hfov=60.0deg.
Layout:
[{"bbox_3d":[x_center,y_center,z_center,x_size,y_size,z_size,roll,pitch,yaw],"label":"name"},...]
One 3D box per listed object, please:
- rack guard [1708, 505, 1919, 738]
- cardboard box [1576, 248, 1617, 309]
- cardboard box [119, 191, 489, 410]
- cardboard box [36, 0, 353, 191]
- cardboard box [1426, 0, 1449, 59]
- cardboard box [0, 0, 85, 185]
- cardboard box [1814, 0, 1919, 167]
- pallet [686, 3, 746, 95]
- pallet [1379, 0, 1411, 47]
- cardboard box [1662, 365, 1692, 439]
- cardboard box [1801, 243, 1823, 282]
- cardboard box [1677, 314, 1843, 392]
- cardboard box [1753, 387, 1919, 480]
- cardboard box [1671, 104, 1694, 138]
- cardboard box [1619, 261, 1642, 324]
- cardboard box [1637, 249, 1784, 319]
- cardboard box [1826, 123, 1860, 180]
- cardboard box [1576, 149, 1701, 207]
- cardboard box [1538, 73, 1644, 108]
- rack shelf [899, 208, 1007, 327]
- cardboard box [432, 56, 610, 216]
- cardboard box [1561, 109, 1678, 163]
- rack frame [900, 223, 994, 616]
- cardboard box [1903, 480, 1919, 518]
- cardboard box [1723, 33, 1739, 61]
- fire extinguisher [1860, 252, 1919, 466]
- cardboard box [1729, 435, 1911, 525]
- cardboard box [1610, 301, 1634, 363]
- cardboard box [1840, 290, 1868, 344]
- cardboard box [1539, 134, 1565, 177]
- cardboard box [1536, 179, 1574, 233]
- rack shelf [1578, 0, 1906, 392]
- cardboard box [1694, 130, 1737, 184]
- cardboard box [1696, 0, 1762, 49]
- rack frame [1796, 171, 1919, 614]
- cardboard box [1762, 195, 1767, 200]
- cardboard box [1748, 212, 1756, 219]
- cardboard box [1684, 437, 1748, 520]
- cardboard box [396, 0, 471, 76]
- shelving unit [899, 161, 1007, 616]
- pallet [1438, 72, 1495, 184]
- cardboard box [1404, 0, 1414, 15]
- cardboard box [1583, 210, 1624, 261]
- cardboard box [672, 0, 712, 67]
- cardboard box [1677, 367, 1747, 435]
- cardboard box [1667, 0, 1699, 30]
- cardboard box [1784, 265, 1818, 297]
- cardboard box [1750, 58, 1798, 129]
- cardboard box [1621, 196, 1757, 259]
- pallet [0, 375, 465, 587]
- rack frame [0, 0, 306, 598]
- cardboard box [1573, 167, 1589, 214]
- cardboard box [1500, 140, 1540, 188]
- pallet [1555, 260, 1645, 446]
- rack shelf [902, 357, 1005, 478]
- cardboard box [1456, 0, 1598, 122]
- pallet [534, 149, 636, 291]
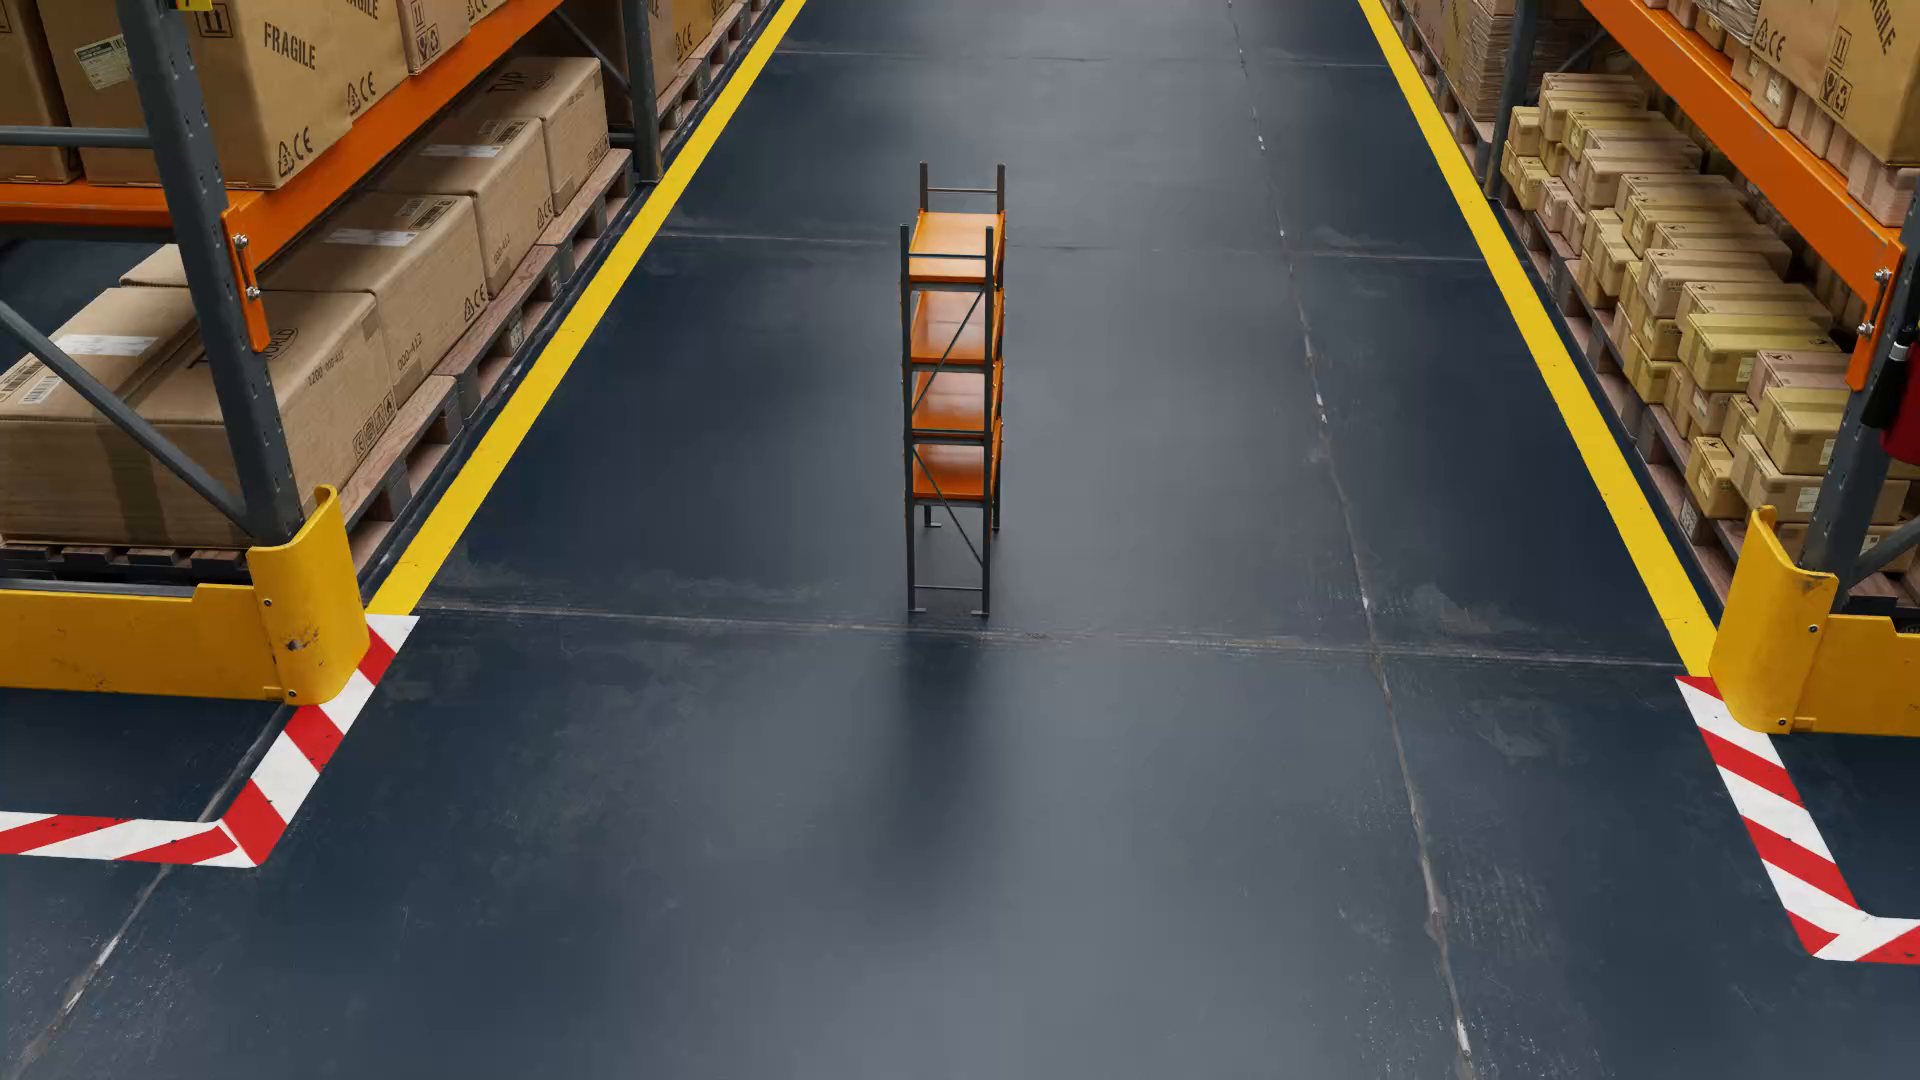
[{"bbox_3d":[2.672,0.233,4.396,1.175,0.500,0.348,2,32,4],"label":"rack guard"},{"bbox_3d":[2.576,-0.992,6.317,0.380,0.149,0.250,2,32,3],"label":"cardboard box"},{"bbox_3d":[-2.256,-0.867,5.839,0.875,0.438,0.875,3,32,5],"label":"cardboard box"},{"bbox_3d":[-1.951,-1.232,4.294,0.500,0.500,0.500,2,32,4],"label":"cardboard box"},{"bbox_3d":[2.888,-2.932,9.131,0.500,0.500,0.500,2,32,3],"label":"cardboard box"},{"bbox_3d":[-2.501,-1.256,4.334,0.500,0.500,0.500,3,32,4],"label":"cardboard box"},{"bbox_3d":[2.445,-1.207,3.971,0.500,0.500,0.500,3,32,5],"label":"cardboard box"},{"bbox_3d":[-1.866,-2.901,9.756,1.003,0.211,1.213,2,32,4],"label":"pallet"},{"bbox_3d":[3.252,-3.379,10.532,1.003,0.211,1.213,2,32,4],"label":"pallet"},{"bbox_3d":[2.535,-0.444,5.428,0.380,0.149,0.250,3,32,4],"label":"cardboard box"},{"bbox_3d":[3.134,-0.959,5.696,0.380,0.149,0.250,3,32,5],"label":"cardboard box"},{"bbox_3d":[2.428,-0.568,5.062,0.380,0.149,0.250,2,32,3],"label":"cardboard box"},{"bbox_3d":[2.456,-0.298,4.624,0.380,0.149,0.250,3,32,5],"label":"cardboard box"},{"bbox_3d":[3.240,-1.769,7.012,0.380,0.149,0.250,3,32,5],"label":"cardboard box"},{"bbox_3d":[2.533,-0.848,5.801,0.380,0.149,0.250,4,32,6],"label":"cardboard box"},{"bbox_3d":[2.479,-0.843,5.509,0.380,0.149,0.250,4,32,6],"label":"cardboard box"},{"bbox_3d":[2.468,-0.996,4.246,0.380,0.149,0.250,2,32,4],"label":"cardboard box"},{"bbox_3d":[2.603,-1.388,6.393,0.380,0.149,0.250,3,32,5],"label":"cardboard box"},{"bbox_3d":[2.757,-1.930,7.273,0.380,0.149,0.250,4,32,6],"label":"cardboard box"},{"bbox_3d":[-0.013,-0.759,4.589,0.258,0.148,0.480,2,32,4],"label":"rack shelf"},{"bbox_3d":[-2.109,-1.806,7.364,0.875,0.438,0.875,2,32,3],"label":"cardboard box"},{"bbox_3d":[2.704,-1.655,6.826,0.380,0.149,0.250,2,32,3],"label":"cardboard box"},{"bbox_3d":[-0.033,-0.297,4.588,0.240,1.200,0.015,2,32,4],"label":"rack frame"},{"bbox_3d":[2.967,-0.158,4.964,0.380,0.149,0.250,2,32,4],"label":"cardboard box"},{"bbox_3d":[2.603,-1.537,5.125,0.380,0.149,0.250,1,32,2],"label":"cardboard box"},{"bbox_3d":[2.185,-0.488,3.612,0.296,0.674,0.183,2,32,4],"label":"fire extinguisher"},{"bbox_3d":[2.424,-0.172,4.703,0.380,0.149,0.250,2,32,3],"label":"cardboard box"},{"bbox_3d":[2.535,-0.722,5.880,0.380,0.149,0.250,3,32,5],"label":"cardboard box"},{"bbox_3d":[3.035,-0.678,5.242,0.380,0.149,0.250,1,32,2],"label":"cardboard box"},{"bbox_3d":[2.711,-1.663,7.123,0.380,0.149,0.250,3,32,4],"label":"cardboard box"},{"bbox_3d":[2.651,-1.400,6.980,0.380,0.149,0.250,2,32,4],"label":"cardboard box"},{"bbox_3d":[2.828,-1.531,5.561,1.077,0.370,4.000,2,32,4],"label":"rack shelf"},{"bbox_3d":[3.128,-1.506,6.585,0.380,0.149,0.250,3,32,6],"label":"cardboard box"},{"bbox_3d":[2.524,-1.742,4.838,0.500,0.500,0.500,3,32,4],"label":"cardboard box"},{"bbox_3d":[2.665,-0.792,3.676,1.000,3.000,0.127,2,32,4],"label":"rack frame"},{"bbox_3d":[3.189,-1.219,6.120,0.380,0.149,0.250,1,32,2],"label":"cardboard box"},{"bbox_3d":[3.107,-1.114,6.232,0.380,0.149,0.250,1,32,2],"label":"cardboard box"},{"bbox_3d":[2.420,-0.180,5.000,0.380,0.149,0.250,3,32,5],"label":"cardboard box"},{"bbox_3d":[-1.878,-1.763,5.156,0.500,0.500,0.500,2,32,4],"label":"cardboard box"},{"bbox_3d":[-0.013,-0.424,4.795,0.258,1.200,0.503,2,32,4],"label":"shelving unit"},{"bbox_3d":[3.053,-2.103,8.462,1.003,0.211,1.213,2,32,4],"label":"pallet"},{"bbox_3d":[2.967,-3.468,10.000,0.500,0.500,0.500,3,32,5],"label":"cardboard box"},{"bbox_3d":[2.573,-1.121,6.243,0.380,0.149,0.250,2,32,4],"label":"cardboard box"},{"bbox_3d":[-1.914,-3.116,9.073,0.875,0.875,0.875,3,32,5],"label":"cardboard box"},{"bbox_3d":[2.464,-0.443,5.144,0.380,0.149,0.250,1,32,2],"label":"cardboard box"},{"bbox_3d":[2.607,-1.809,5.566,0.380,0.149,0.250,4,32,6],"label":"cardboard box"},{"bbox_3d":[3.011,-0.835,5.779,0.380,0.149,0.250,4,32,7],"label":"cardboard box"},{"bbox_3d":[2.471,-1.262,4.678,0.380,0.149,0.250,3,32,5],"label":"cardboard box"},{"bbox_3d":[2.604,-1.114,5.949,0.380,0.149,0.250,3,32,4],"label":"cardboard box"},{"bbox_3d":[-2.289,-0.185,5.349,1.003,0.211,1.213,2,32,4],"label":"pallet"},{"bbox_3d":[-2.276,-0.950,3.933,1.000,3.000,0.127,2,32,4],"label":"rack frame"},{"bbox_3d":[2.703,-1.393,6.685,0.380,0.149,0.250,1,32,1],"label":"cardboard box"},{"bbox_3d":[2.641,-1.672,7.421,0.380,0.149,0.250,1,32,2],"label":"cardboard box"},{"bbox_3d":[2.875,-0.704,6.191,1.003,0.211,1.213,2,32,4],"label":"pallet"},{"bbox_3d":[-0.013,-0.367,4.830,0.258,0.148,0.480,2,32,4],"label":"rack shelf"},{"bbox_3d":[2.800,-2.396,8.261,0.500,0.500,0.500,2,32,3],"label":"cardboard box"},{"bbox_3d":[-2.091,-1.461,7.419,1.003,0.211,1.213,2,32,4],"label":"pallet"}]
